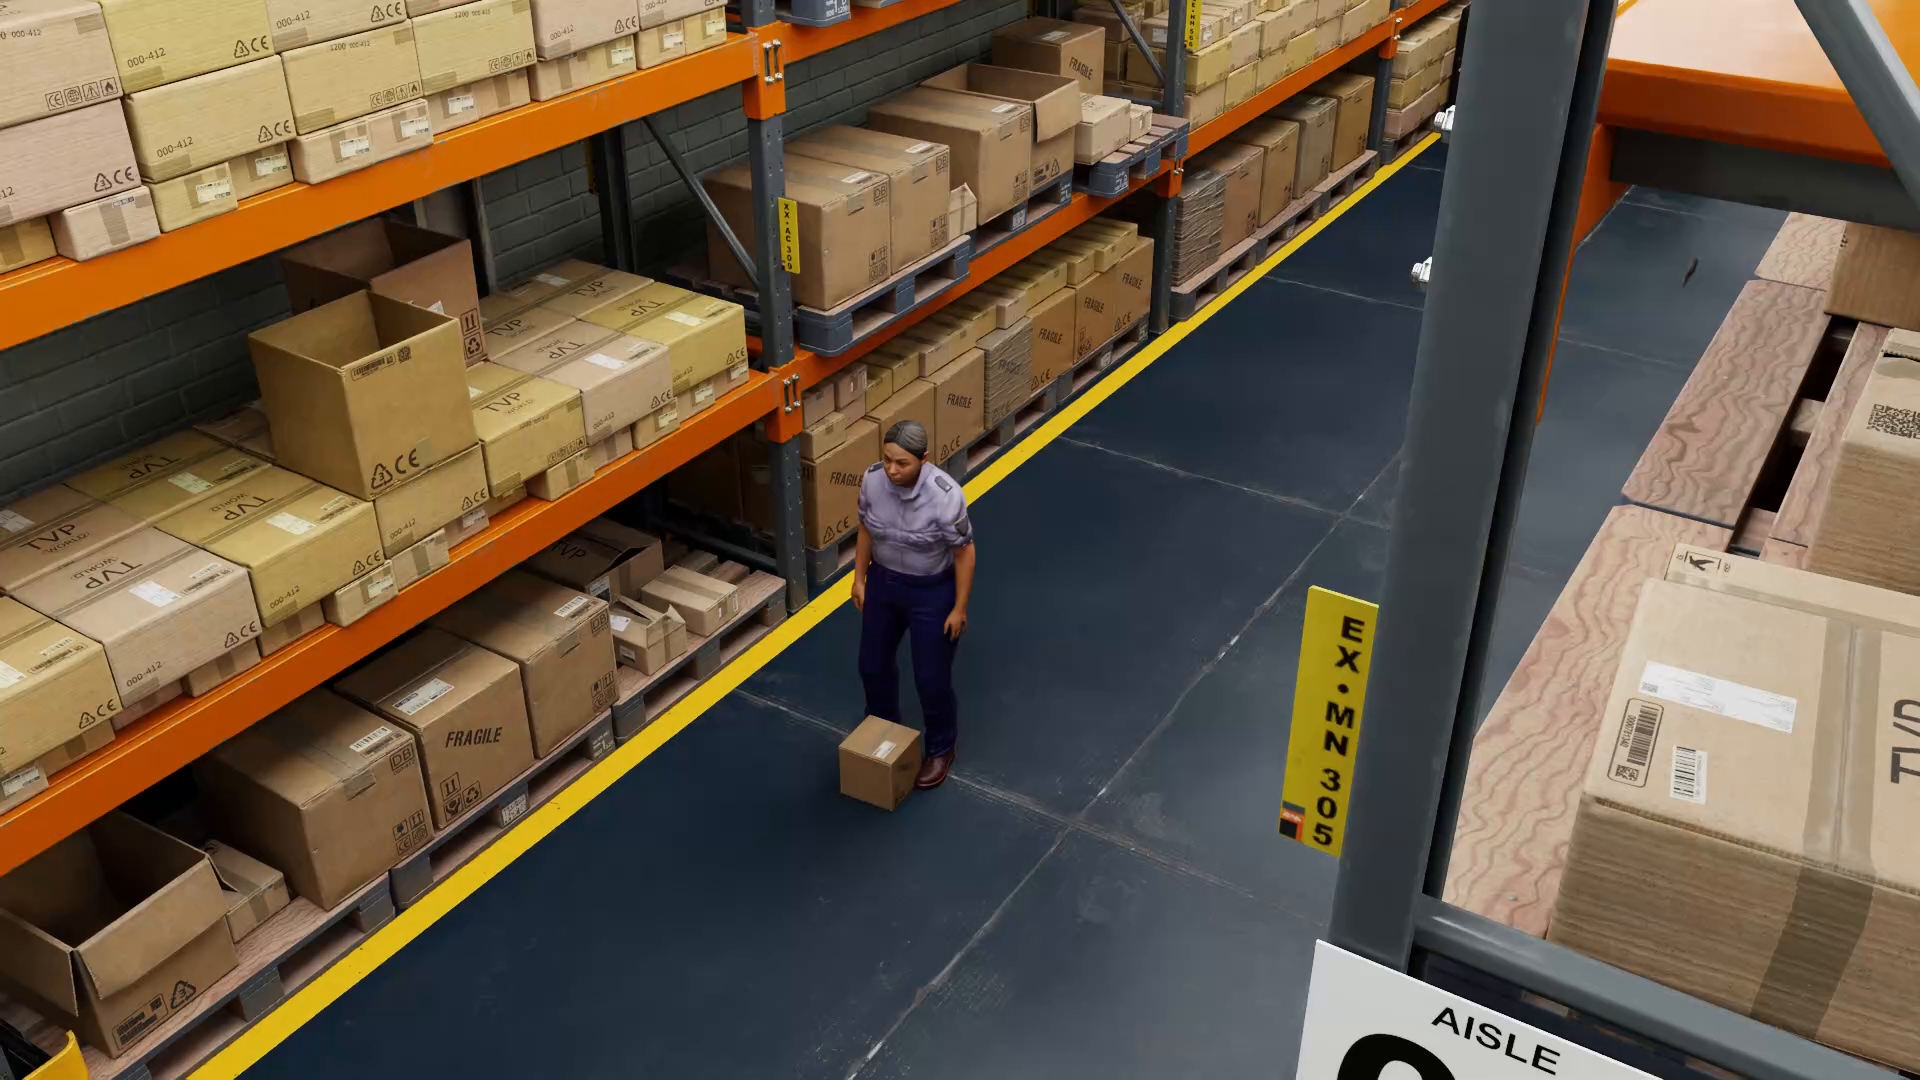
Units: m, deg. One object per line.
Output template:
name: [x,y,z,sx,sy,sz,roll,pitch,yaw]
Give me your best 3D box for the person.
person: [-0.208,0.224,6.763,0.561,1.651,0.368,16,34,24]
